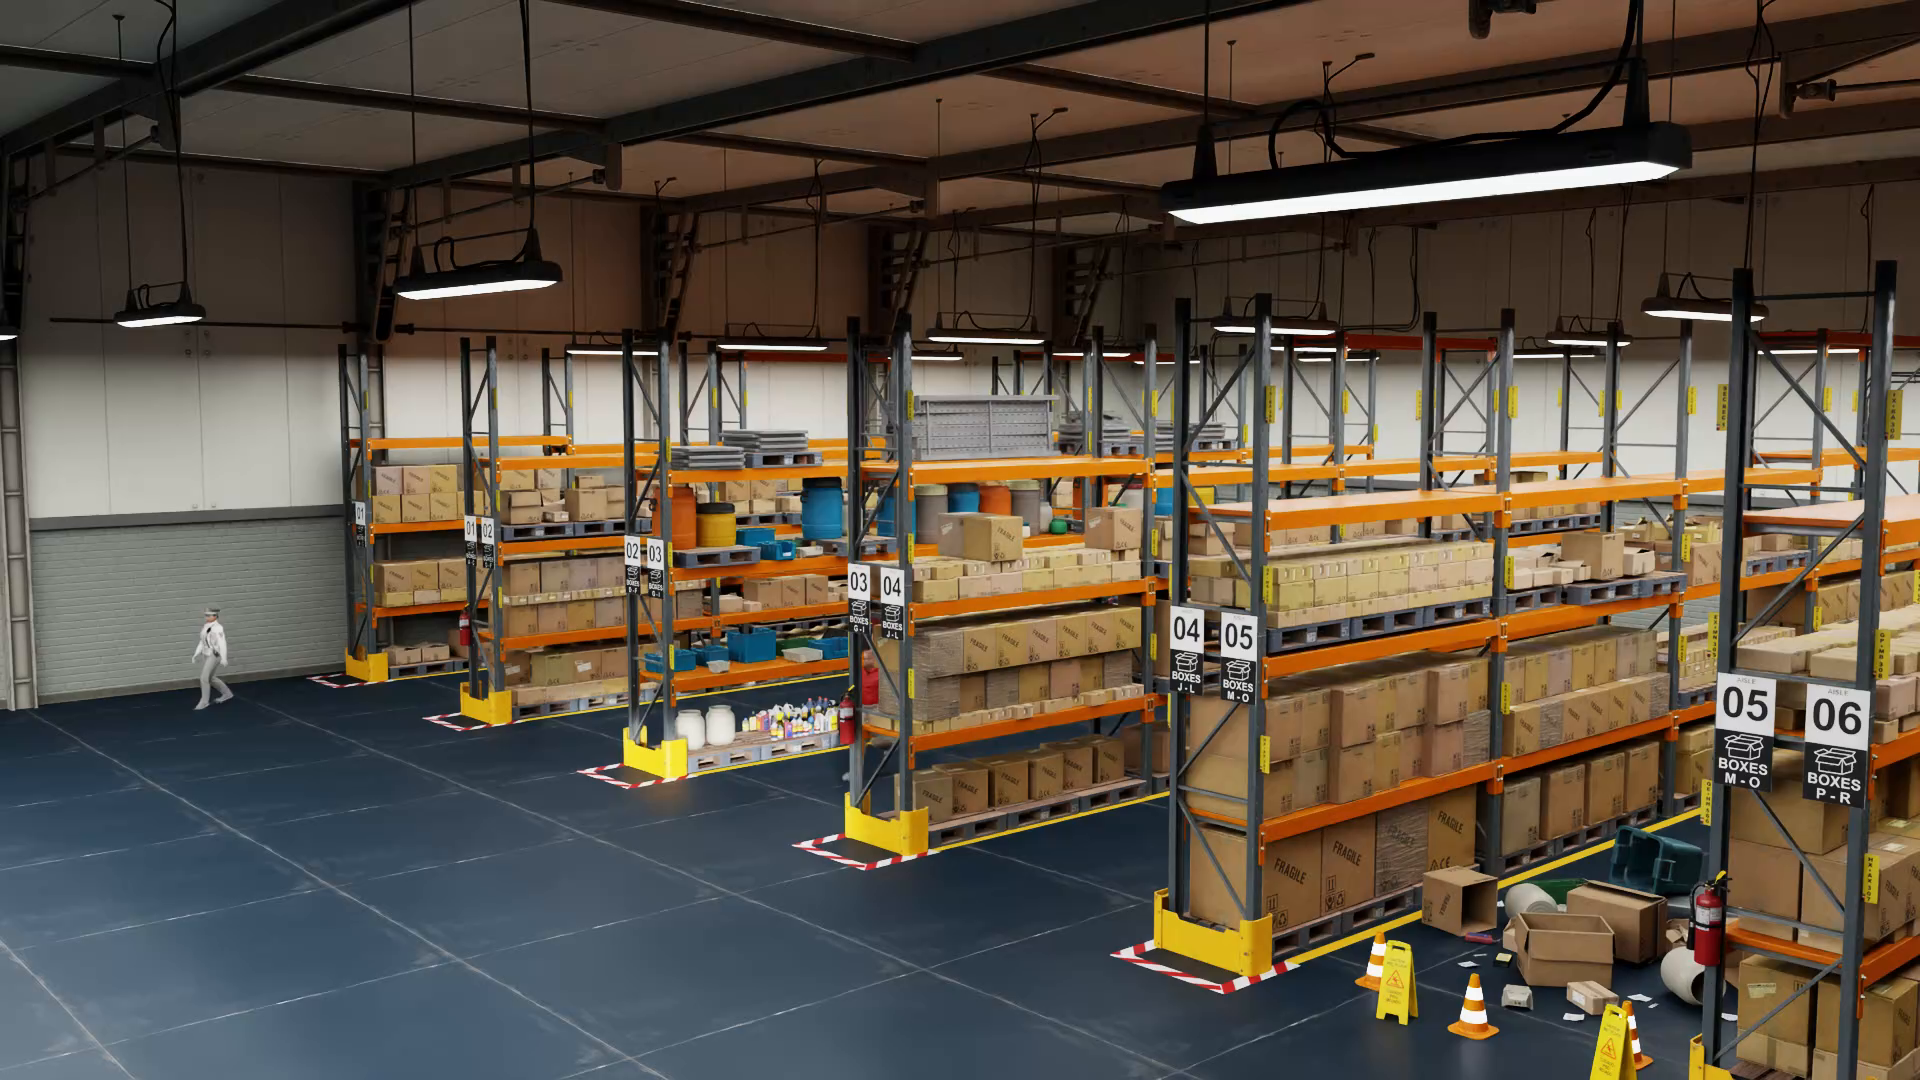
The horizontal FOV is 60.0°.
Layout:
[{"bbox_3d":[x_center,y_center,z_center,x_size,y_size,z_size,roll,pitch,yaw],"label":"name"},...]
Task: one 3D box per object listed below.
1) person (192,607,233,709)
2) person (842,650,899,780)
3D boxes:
[{"bbox_3d":[-12.244,1.927,27.235,0.561,1.689,0.686,4,7,39],"label":"person"},{"bbox_3d":[-1.203,2.310,22.244,0.563,1.688,0.939,4,7,40],"label":"person"}]
